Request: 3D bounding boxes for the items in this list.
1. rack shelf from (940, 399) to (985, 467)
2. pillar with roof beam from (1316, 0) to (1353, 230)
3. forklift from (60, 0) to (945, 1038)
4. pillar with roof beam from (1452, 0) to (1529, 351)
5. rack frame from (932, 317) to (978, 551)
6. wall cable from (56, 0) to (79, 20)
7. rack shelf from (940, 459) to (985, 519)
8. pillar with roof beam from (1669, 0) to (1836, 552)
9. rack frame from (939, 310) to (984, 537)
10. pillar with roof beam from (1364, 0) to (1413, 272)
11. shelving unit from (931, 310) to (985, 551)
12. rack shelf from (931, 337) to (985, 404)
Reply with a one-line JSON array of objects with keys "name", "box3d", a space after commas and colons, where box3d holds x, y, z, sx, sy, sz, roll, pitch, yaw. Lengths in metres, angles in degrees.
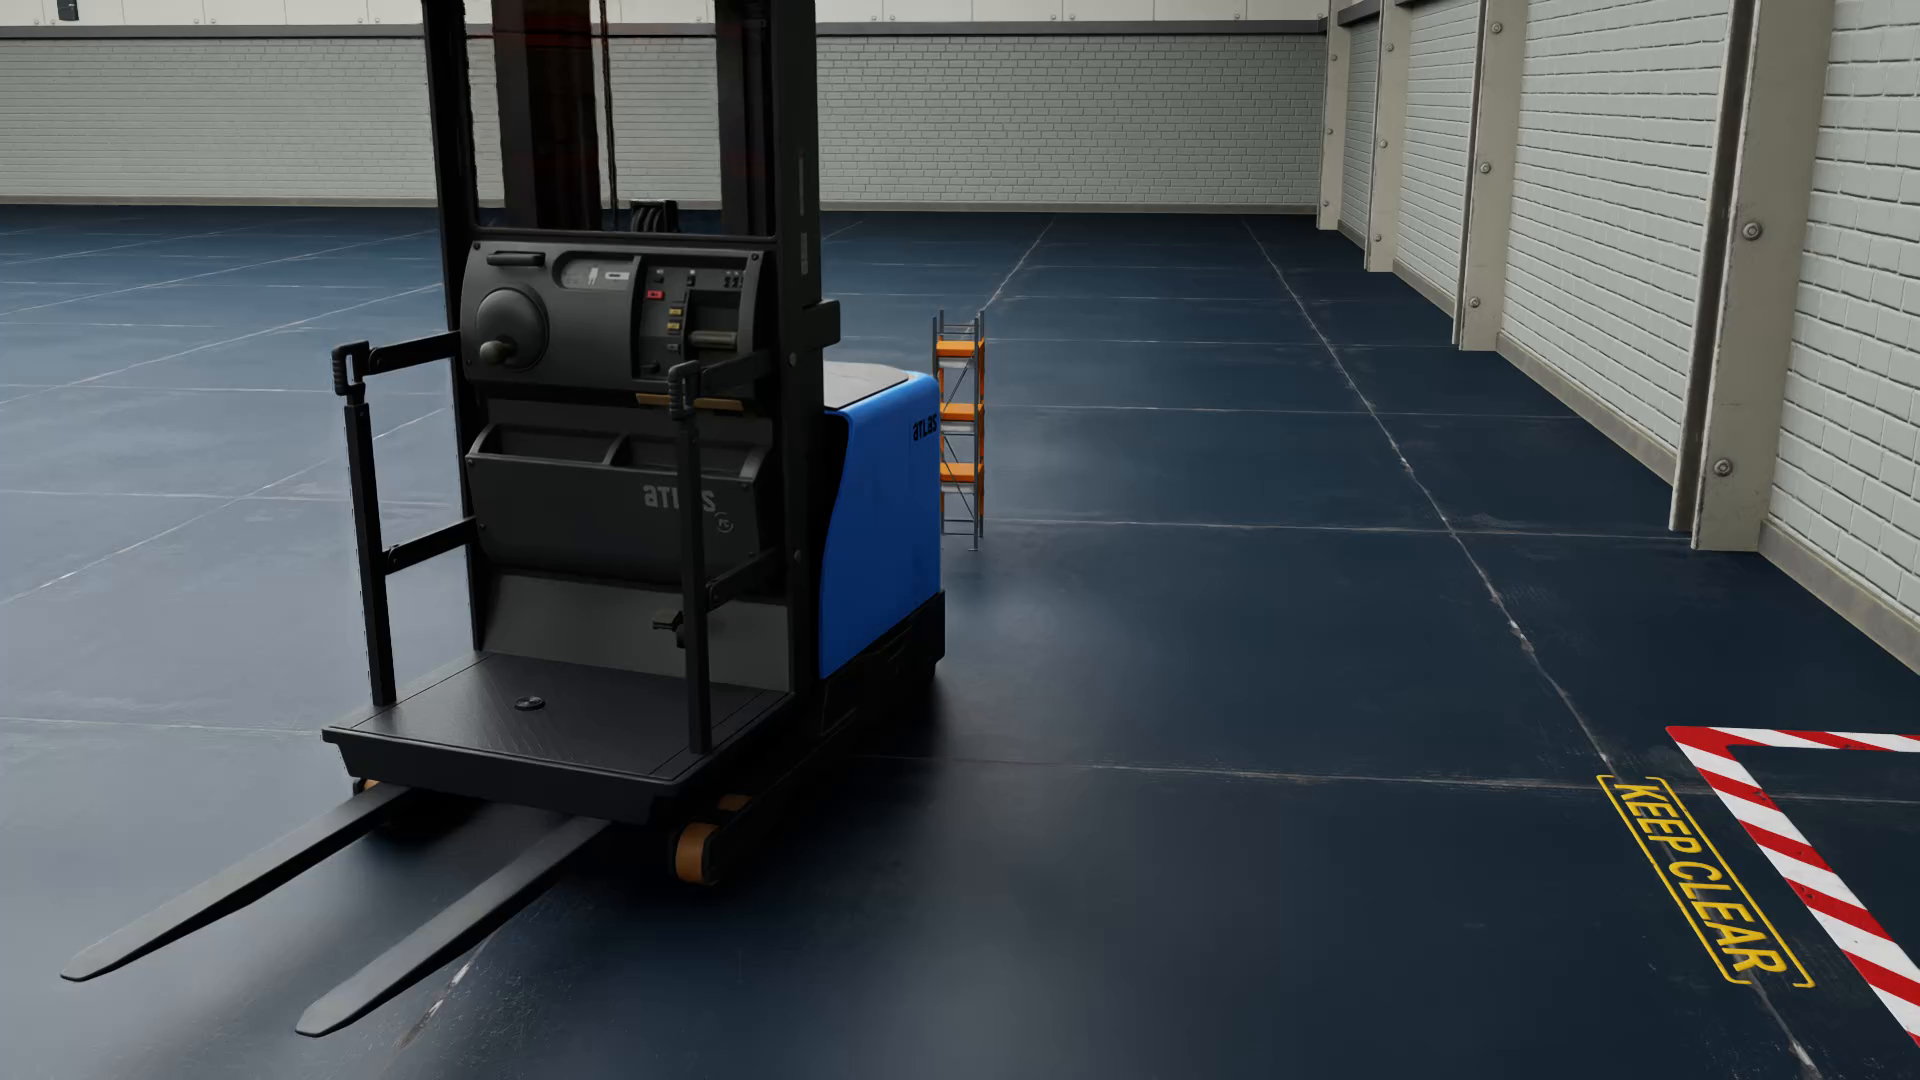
[{"name": "rack shelf", "box3d": [-0.006, -0.483, 7.476, 0.215, 0.259, 0.240, 2, 15, 6]}, {"name": "pillar with roof beam", "box3d": [1.241, -9.142, 24.233, 9.100, 9.000, 0.400, 2, 15, 6]}, {"name": "forklift", "box3d": [-1.039, -0.635, 4.395, 1.130, 2.935, 3.031, 5, 16, 20]}, {"name": "pillar with roof beam", "box3d": [-0.113, -6.030, 12.723, 9.100, 9.000, 0.400, 2, 15, 6]}, {"name": "rack frame", "box3d": [-0.020, -0.461, 7.357, 0.200, 1.050, 0.008, 2, 15, 6]}, {"name": "wall cable", "box3d": [-14.703, -12.027, 28.384, 2.305, 6.003, 0.169, 2, 15, 6]}, {"name": "rack shelf", "box3d": [-0.006, -0.214, 7.549, 0.215, 0.259, 0.240, 2, 15, 6]}, {"name": "pillar with roof beam", "box3d": [-0.790, -4.474, 6.968, 9.100, 9.000, 0.400, 2, 15, 6]}, {"name": "rack frame", "box3d": [0.008, -0.525, 7.591, 0.200, 1.050, 0.008, 2, 15, 6]}, {"name": "pillar with roof beam", "box3d": [0.564, -7.586, 18.478, 9.100, 9.000, 0.400, 2, 15, 6]}, {"name": "shelving unit", "box3d": [-0.006, -0.493, 7.474, 0.215, 1.050, 0.252, 2, 15, 6]}, {"name": "rack shelf", "box3d": [-0.006, -0.757, 7.402, 0.215, 0.259, 0.240, 2, 15, 6]}]
